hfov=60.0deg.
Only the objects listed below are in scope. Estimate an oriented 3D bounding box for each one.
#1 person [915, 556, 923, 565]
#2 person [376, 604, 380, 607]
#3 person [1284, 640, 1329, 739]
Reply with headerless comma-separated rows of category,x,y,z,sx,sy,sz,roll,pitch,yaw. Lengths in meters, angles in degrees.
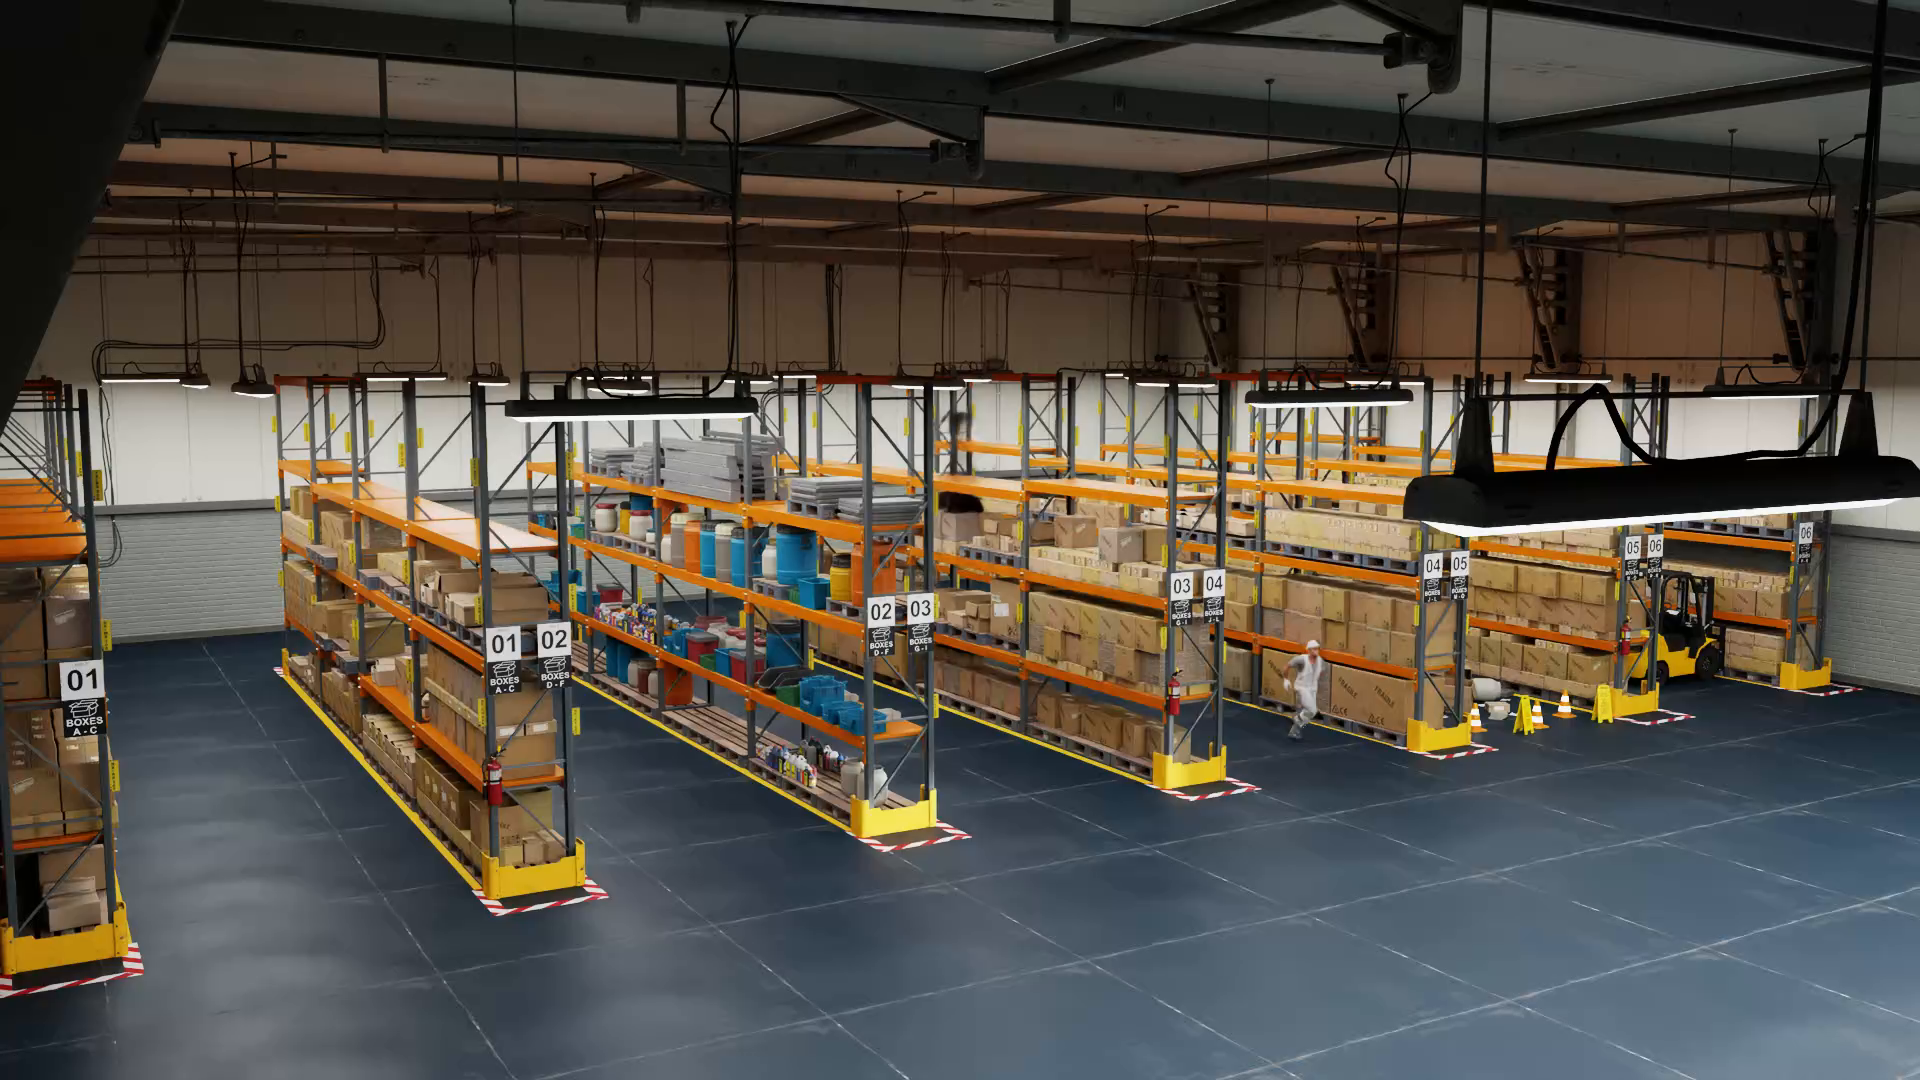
person,-0.991,1.205,39.026,0.705,1.750,0.686,-2,7,-18
person,-11.781,1.757,34.327,0.528,1.662,0.640,4,7,31
person,5.718,2.467,27.318,0.618,1.686,0.768,-4,7,-33
